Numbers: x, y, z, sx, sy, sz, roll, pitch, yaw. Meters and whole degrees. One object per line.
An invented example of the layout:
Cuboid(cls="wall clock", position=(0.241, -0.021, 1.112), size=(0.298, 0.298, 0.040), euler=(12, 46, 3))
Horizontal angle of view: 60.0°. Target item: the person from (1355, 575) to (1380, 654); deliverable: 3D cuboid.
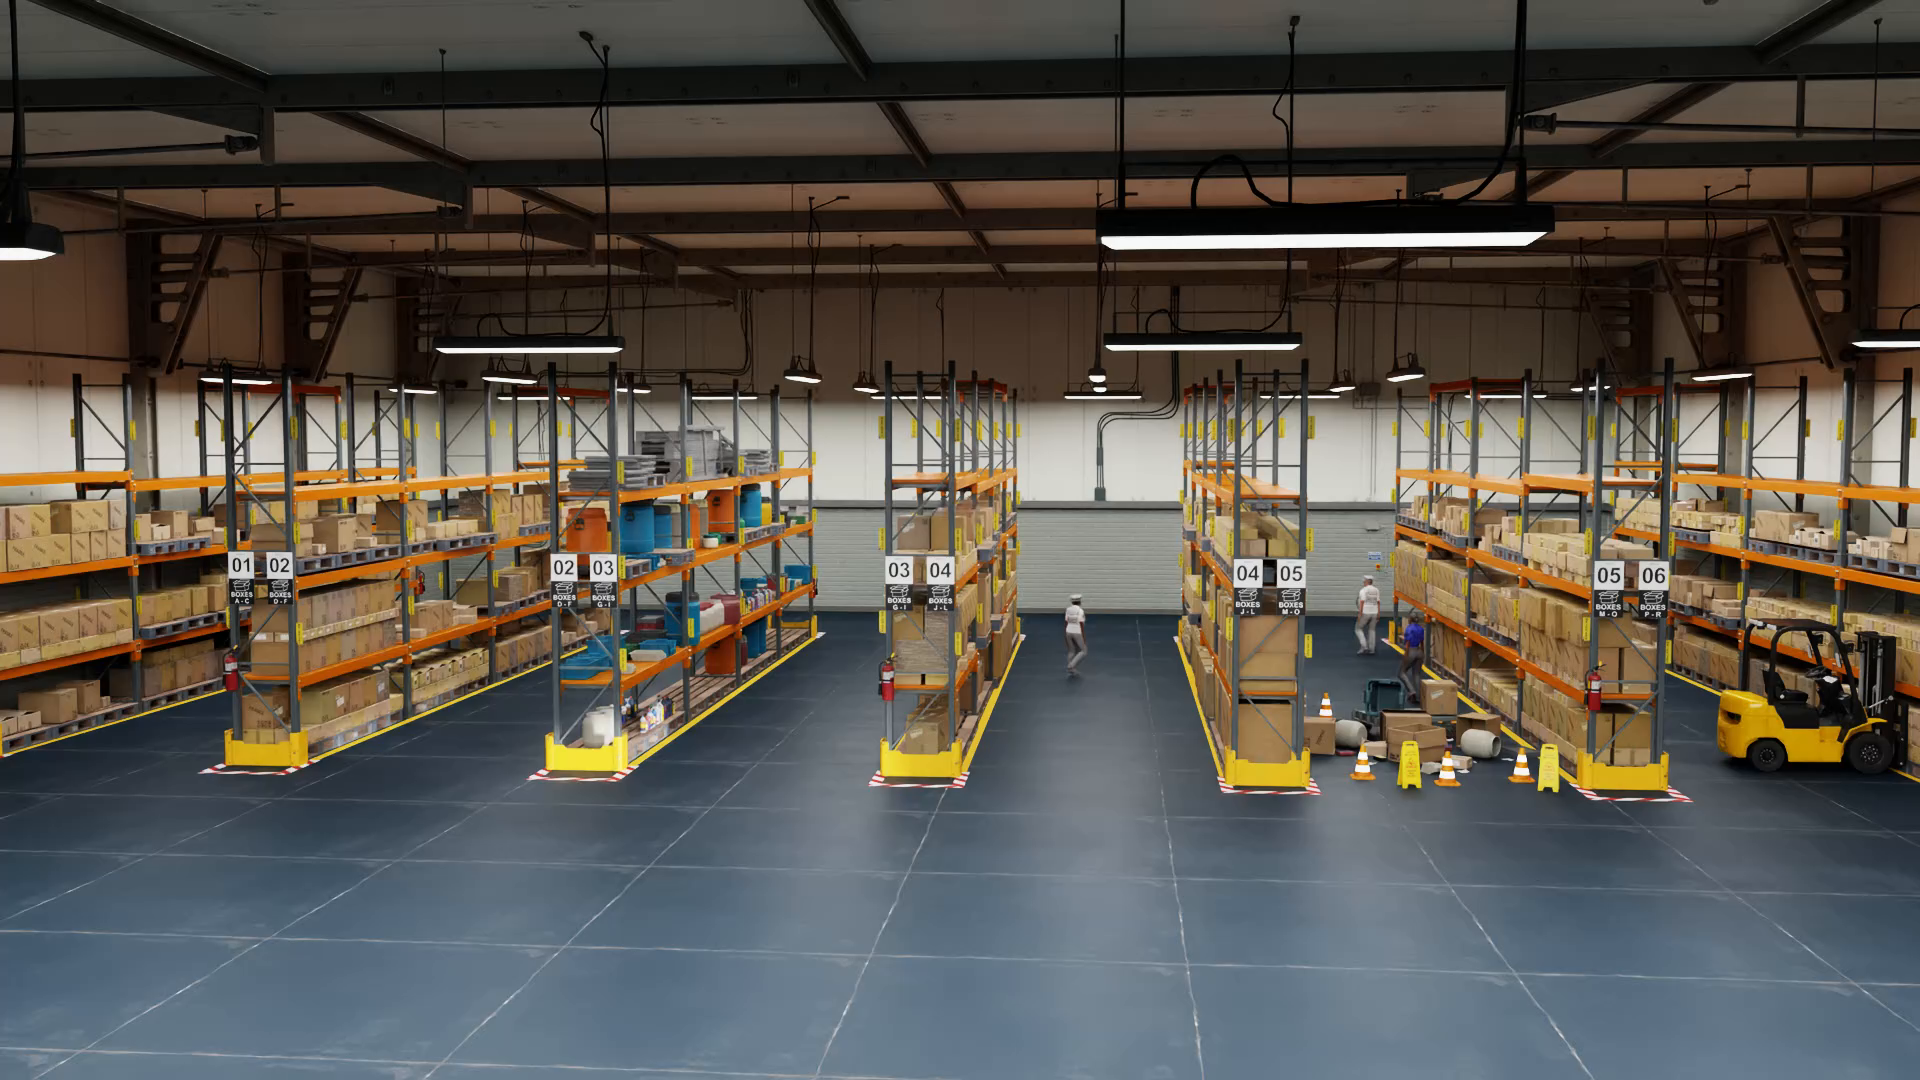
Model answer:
Cuboid(cls="person", position=(9.158, 1.691, 37.311), size=(0.574, 1.811, 0.401), euler=(-2, 4, -22))

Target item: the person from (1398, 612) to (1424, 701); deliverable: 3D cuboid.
Cuboid(cls="person", position=(8.372, 2.159, 30.693), size=(0.503, 1.651, 0.444), euler=(-2, 4, -29))

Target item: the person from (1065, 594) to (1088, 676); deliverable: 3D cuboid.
Cuboid(cls="person", position=(2.309, 1.946, 33.799), size=(0.514, 1.667, 0.504), euler=(-4, 5, -44))
